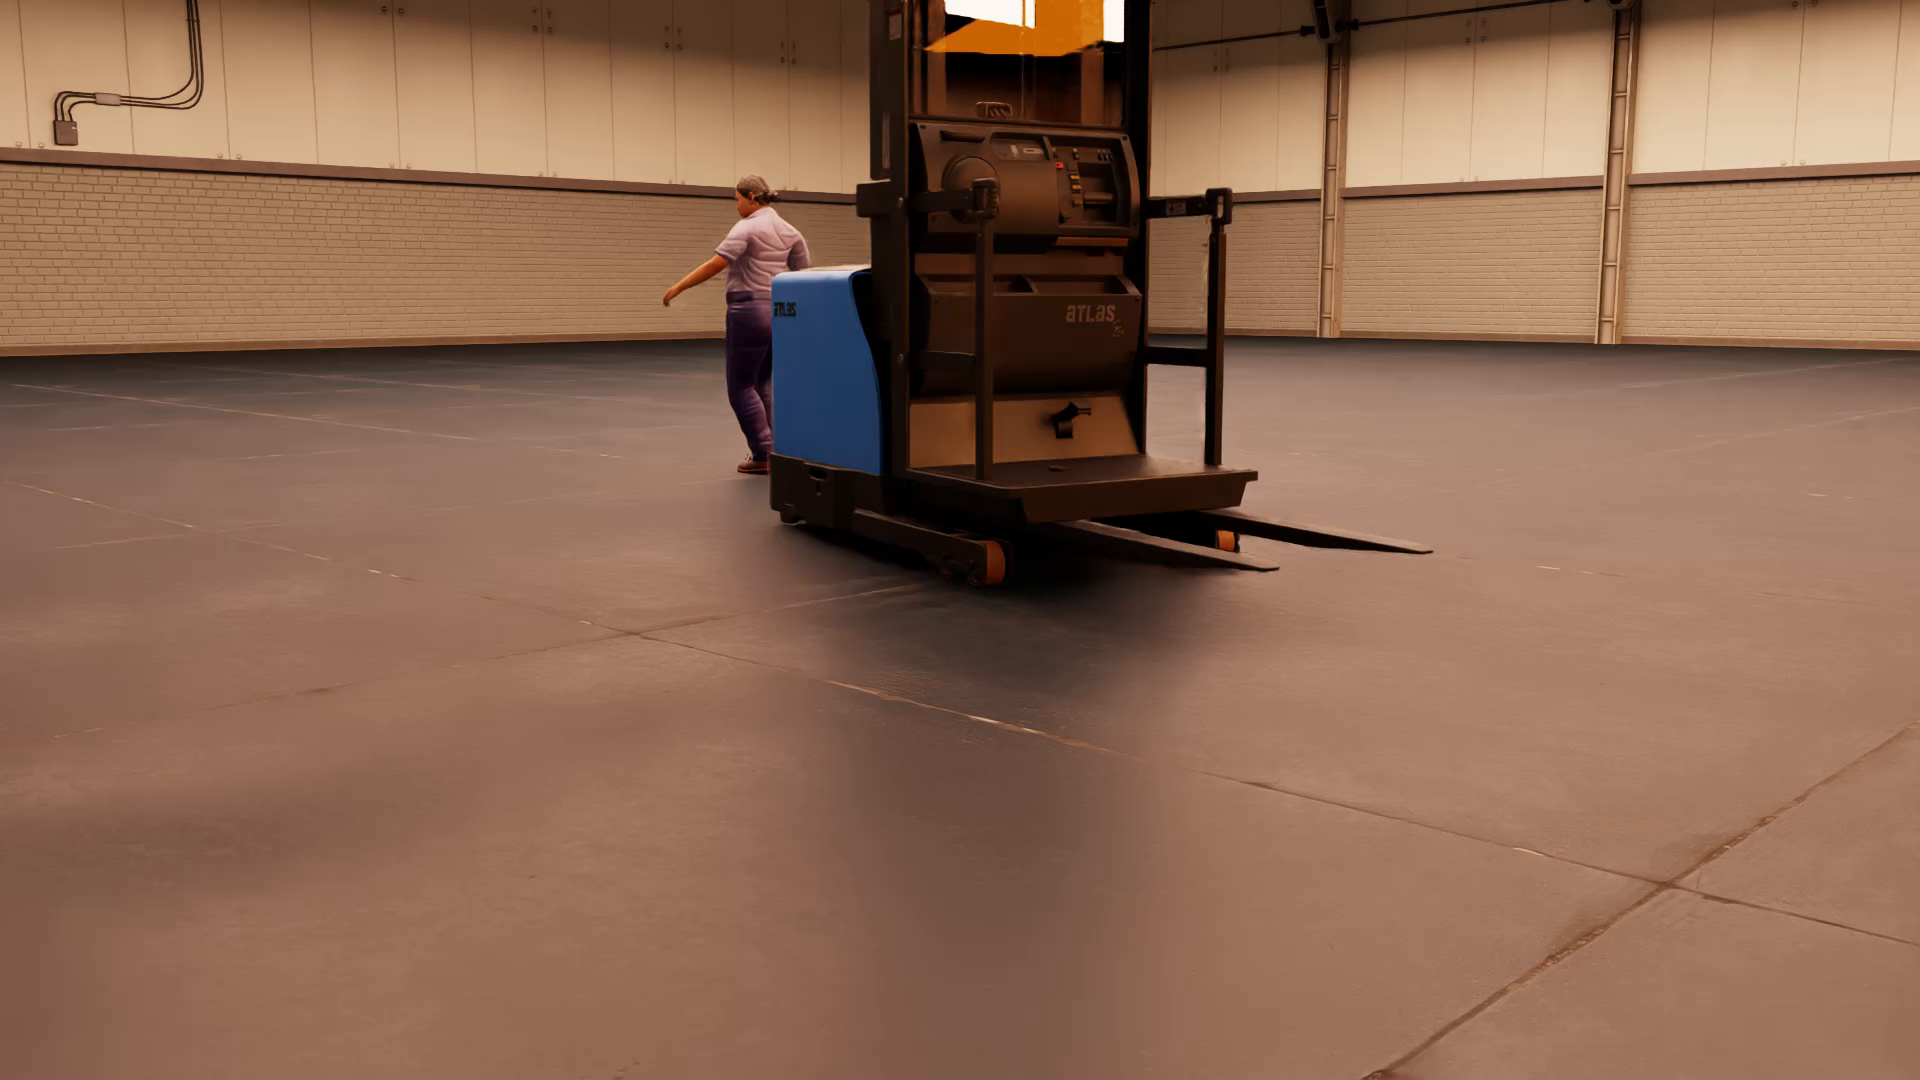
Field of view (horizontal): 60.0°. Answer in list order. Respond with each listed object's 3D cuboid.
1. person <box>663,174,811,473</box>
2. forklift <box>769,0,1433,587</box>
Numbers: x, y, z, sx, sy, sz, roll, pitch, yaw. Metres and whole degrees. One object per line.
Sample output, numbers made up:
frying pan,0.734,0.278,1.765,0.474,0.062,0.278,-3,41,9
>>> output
person,-1.154,-1.166,9.220,0.554,1.680,0.907,8,11,41
forklift,0.370,-1.366,5.943,1.130,2.935,3.031,-5,10,-30
